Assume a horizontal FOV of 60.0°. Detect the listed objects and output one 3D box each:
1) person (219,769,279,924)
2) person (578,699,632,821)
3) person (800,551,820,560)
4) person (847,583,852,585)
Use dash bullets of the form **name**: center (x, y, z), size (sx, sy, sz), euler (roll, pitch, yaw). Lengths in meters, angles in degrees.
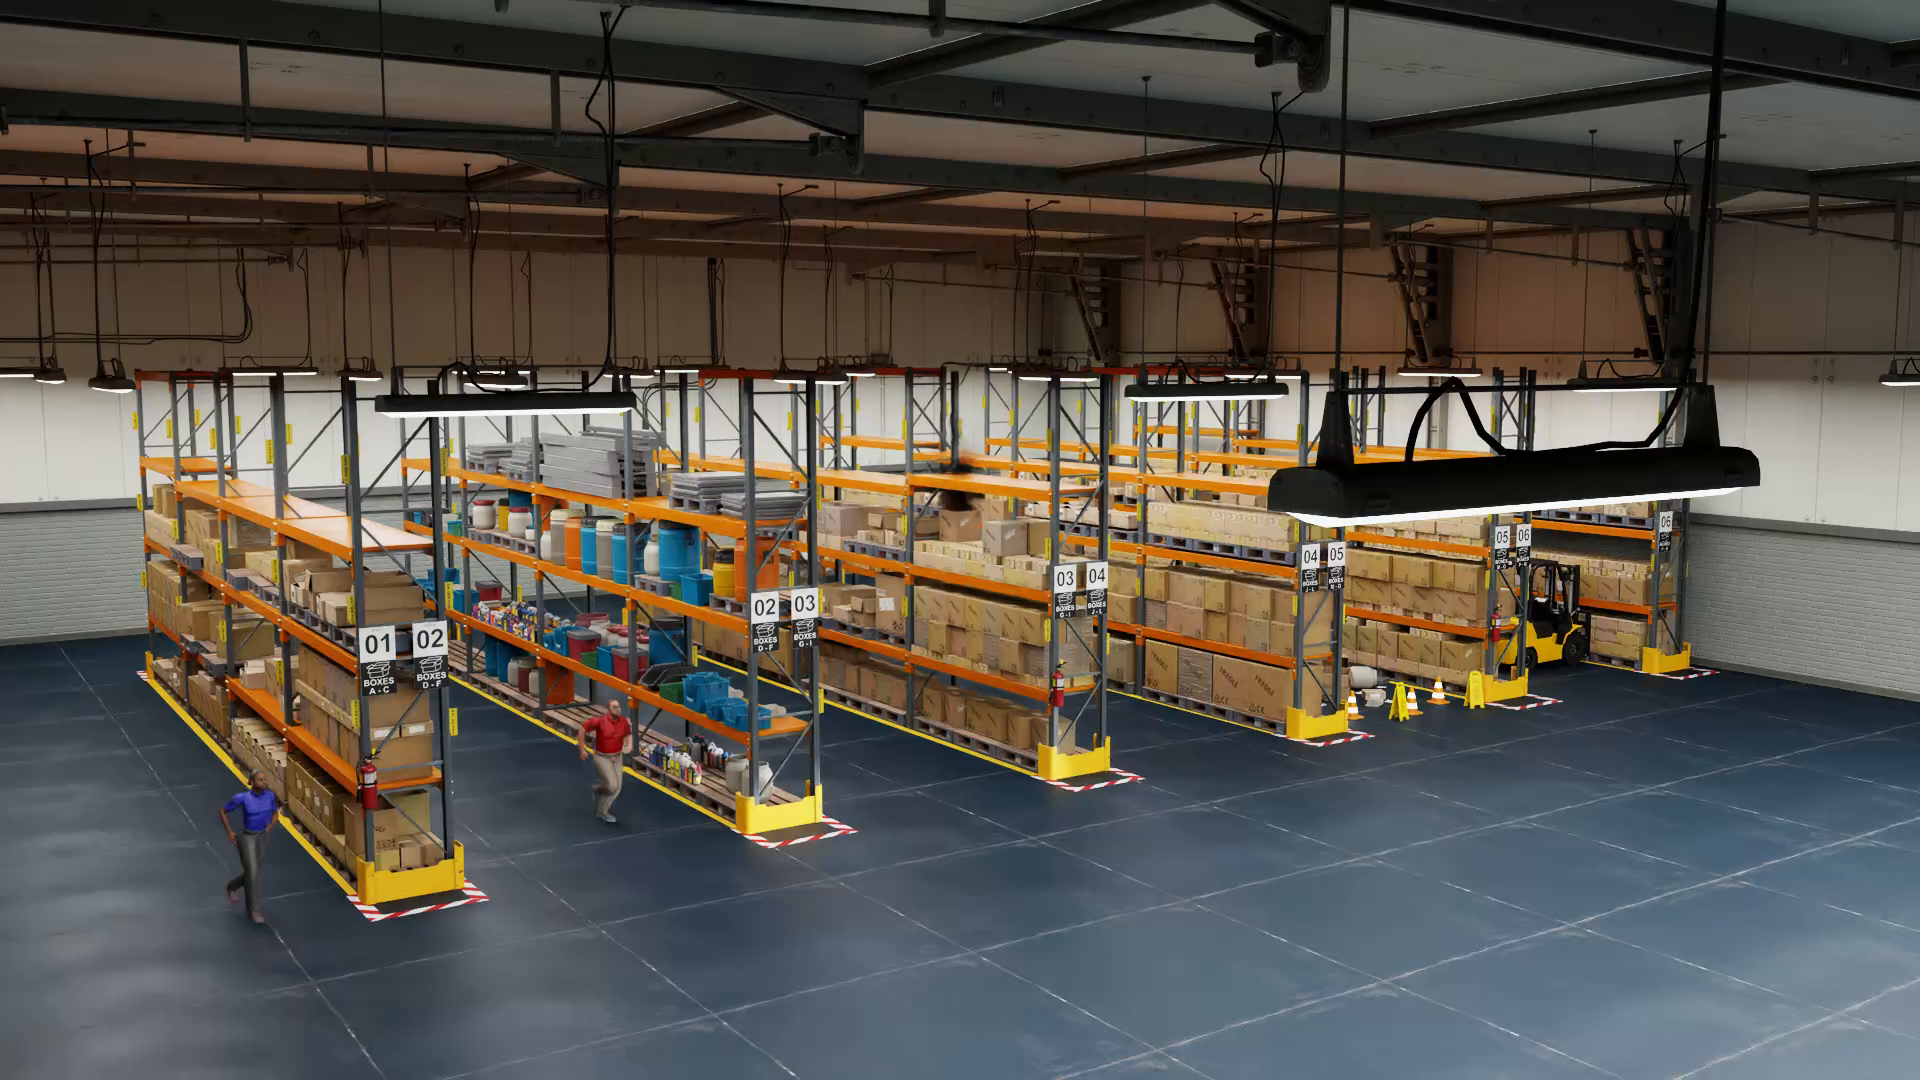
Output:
- **person**: center (-7.992, 3.424, 18.812), size (0.836, 1.673, 0.618), euler (5, 8, 35)
- **person**: center (-4.717, 2.980, 22.444), size (0.667, 1.680, 0.706), euler (6, 9, 44)
- **person**: center (-3.789, 0.758, 41.674), size (0.741, 1.805, 0.809), euler (6, 9, 41)
- **person**: center (-2.284, 1.667, 34.354), size (0.605, 1.563, 0.513), euler (6, 9, 43)
